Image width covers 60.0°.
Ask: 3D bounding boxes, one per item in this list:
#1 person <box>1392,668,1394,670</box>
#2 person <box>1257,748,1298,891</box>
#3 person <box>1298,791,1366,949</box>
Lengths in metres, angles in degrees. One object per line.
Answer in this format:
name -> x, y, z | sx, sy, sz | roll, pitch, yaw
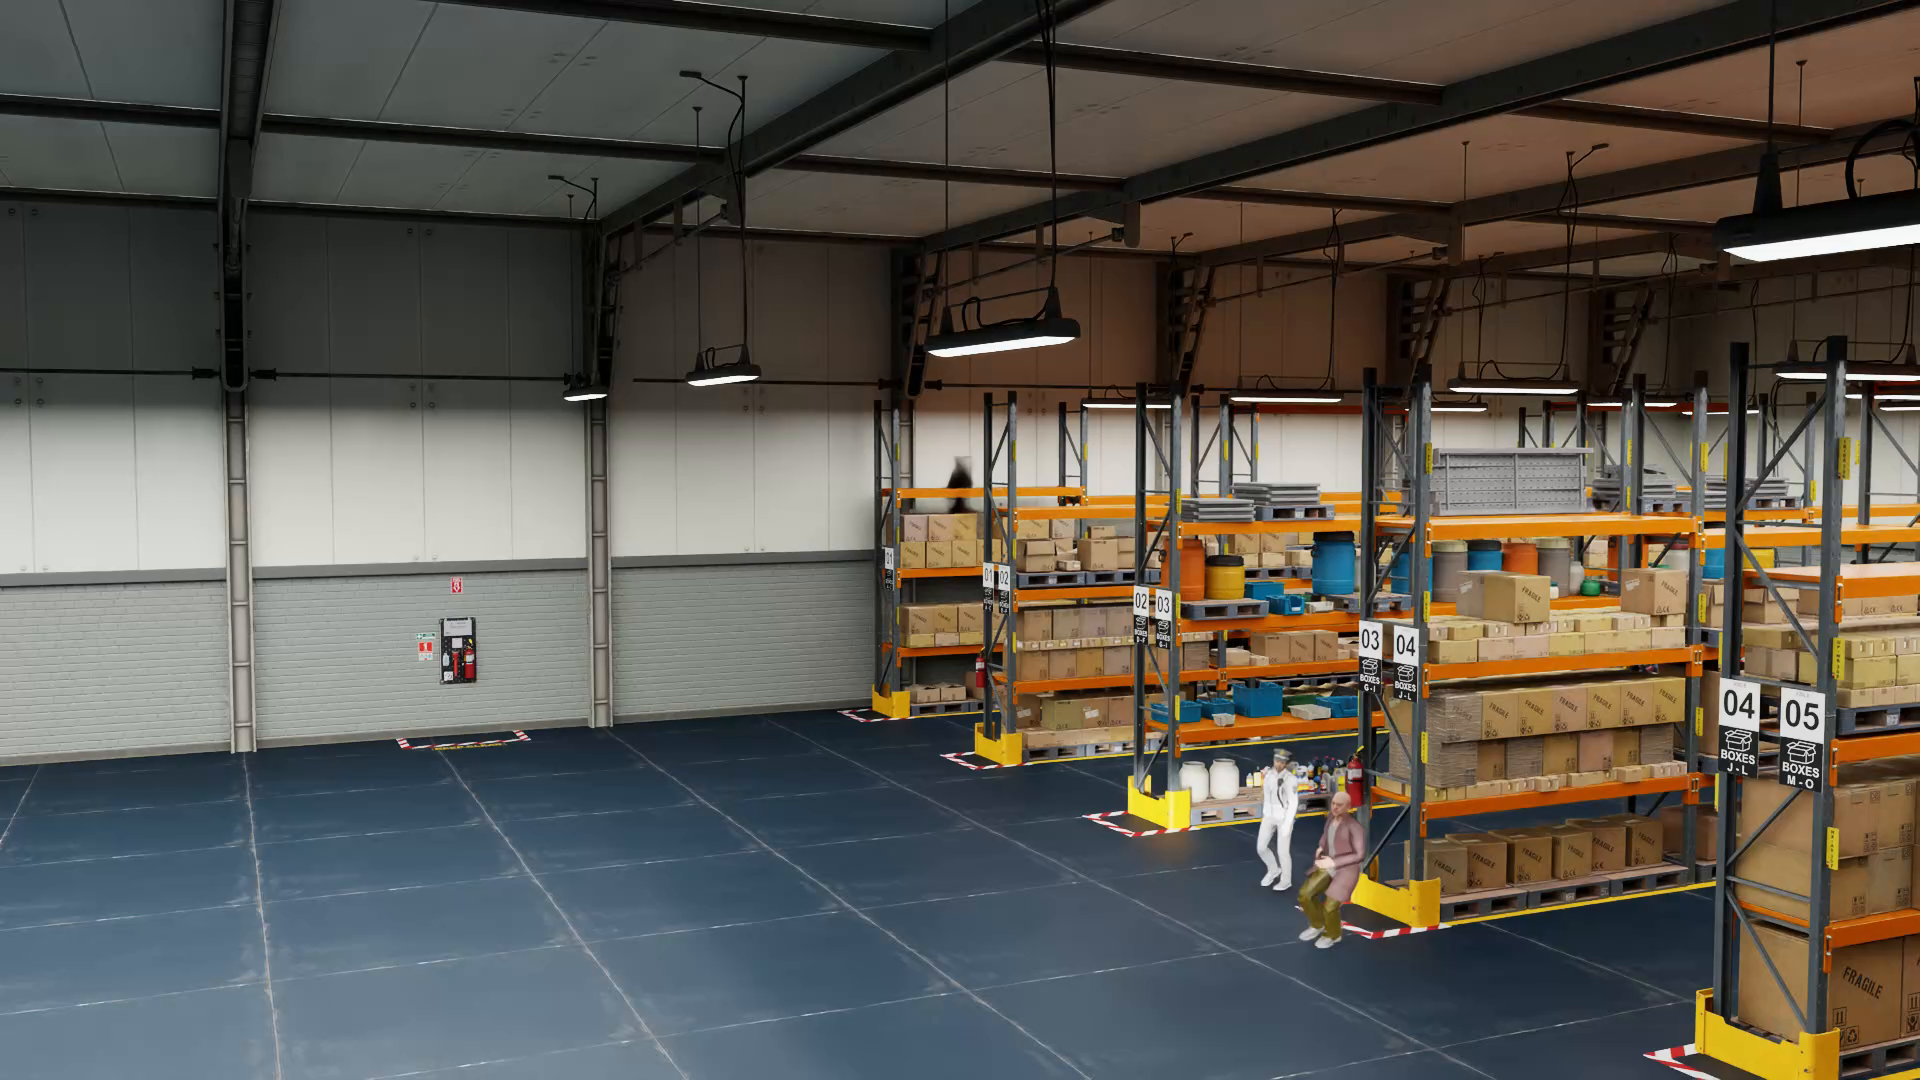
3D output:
person -> 9.056, 2.344, 34.380 | 0.954, 1.659, 0.582 | -3, 4, -38
person -> 3.671, 3.207, 19.111 | 0.544, 1.660, 0.449 | 3, 5, 44
person -> 3.763, 3.360, 16.811 | 0.756, 1.691, 0.886 | -3, 4, -39
